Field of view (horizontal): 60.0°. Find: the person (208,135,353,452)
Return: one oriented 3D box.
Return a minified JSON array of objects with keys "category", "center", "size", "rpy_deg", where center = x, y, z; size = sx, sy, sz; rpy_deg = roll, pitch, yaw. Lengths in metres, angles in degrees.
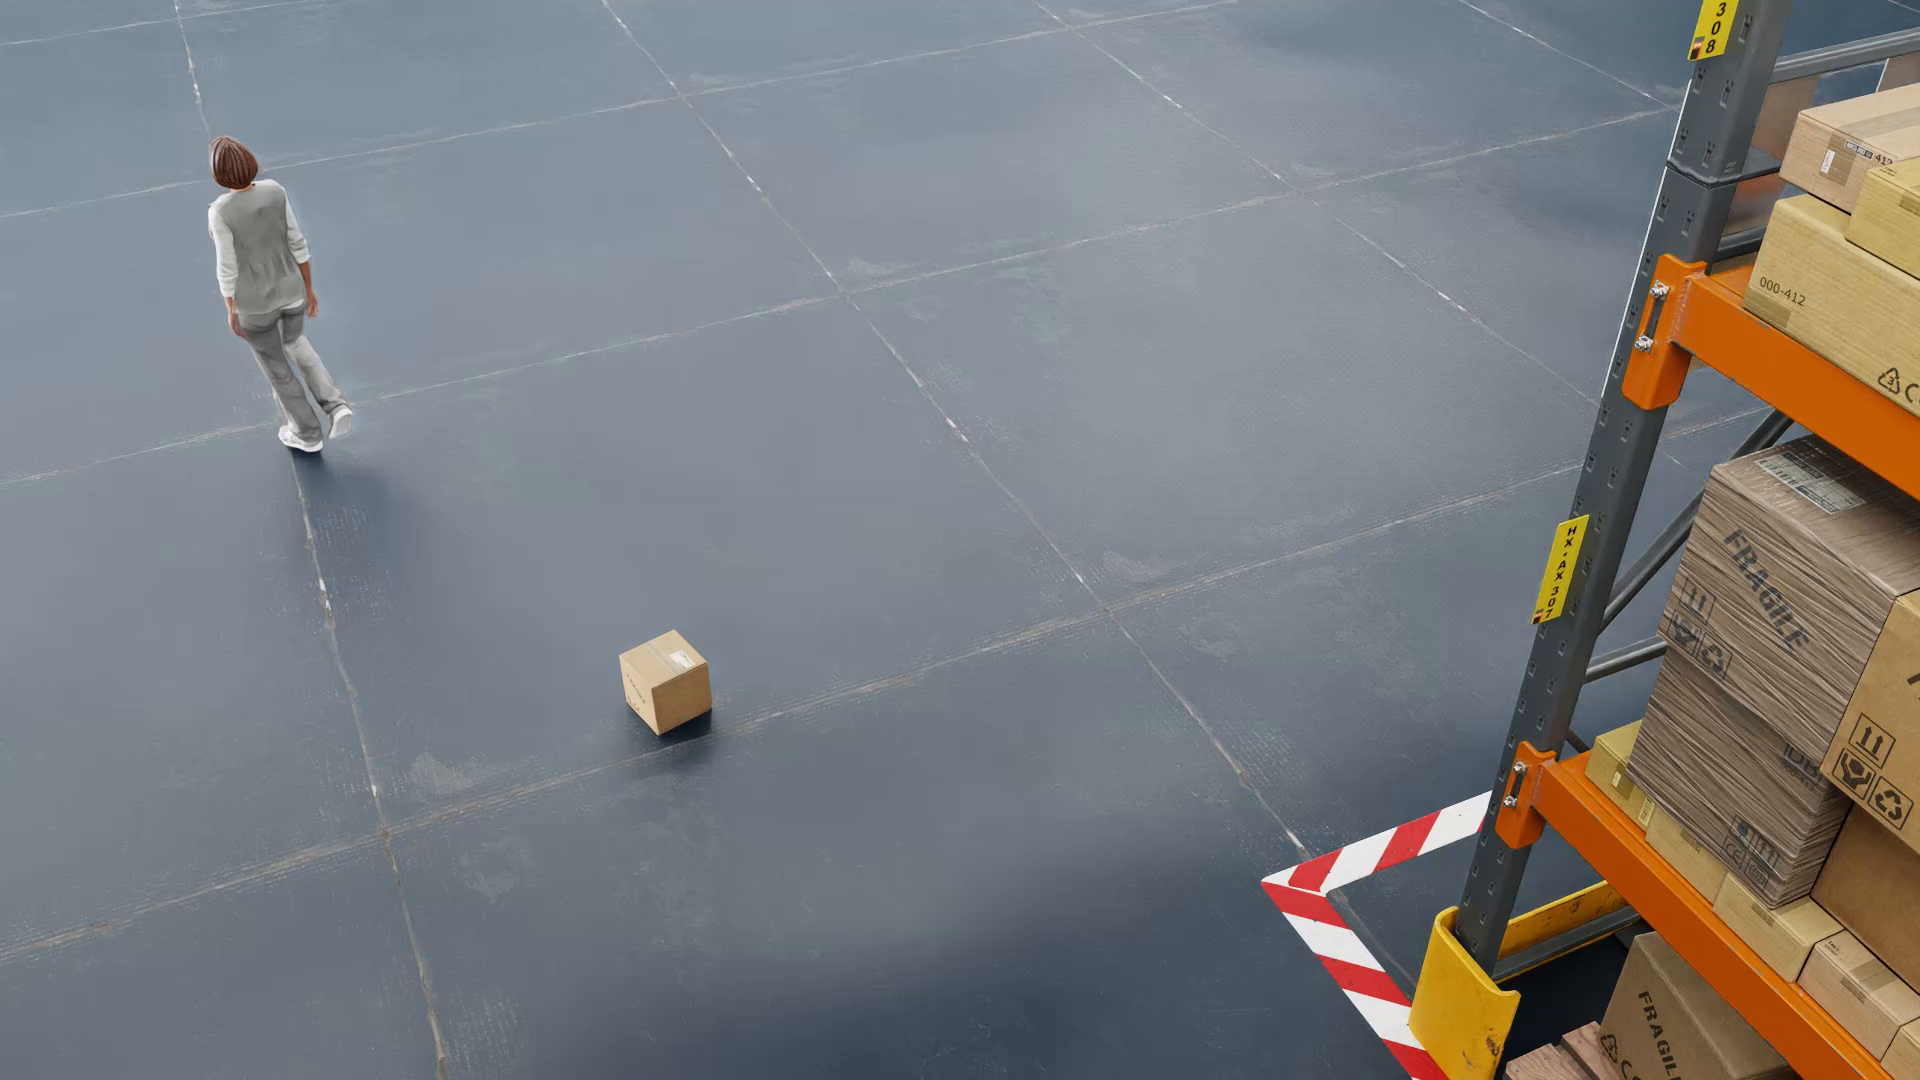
[{"category":"person","center":[-3.107,-1.082,7.520],"size":[0.441,1.590,0.412],"rpy_deg":[24,44,28]}]
